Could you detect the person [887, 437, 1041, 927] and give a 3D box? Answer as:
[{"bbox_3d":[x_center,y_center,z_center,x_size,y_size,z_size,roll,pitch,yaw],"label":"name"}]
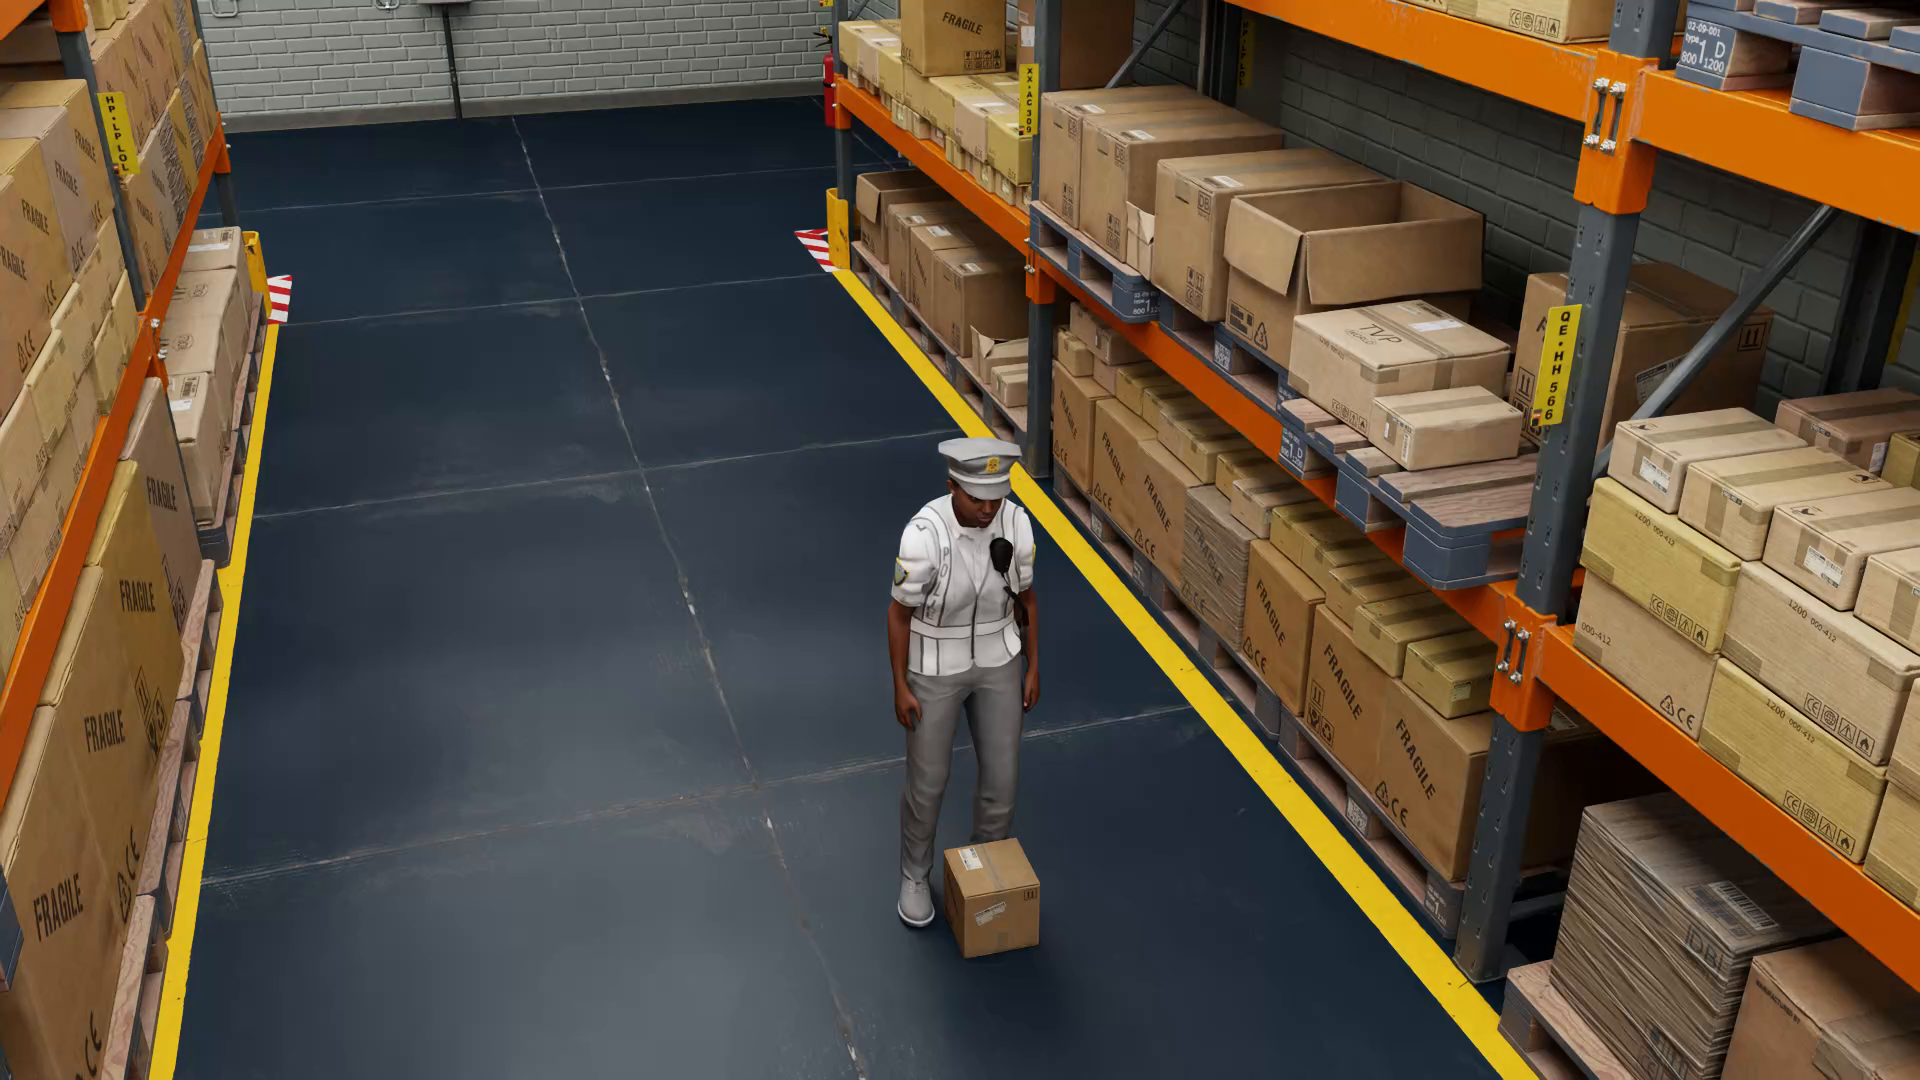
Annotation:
[{"bbox_3d":[0.016,0.433,5.245,0.506,1.660,0.415,-8,28,-16],"label":"person"}]
